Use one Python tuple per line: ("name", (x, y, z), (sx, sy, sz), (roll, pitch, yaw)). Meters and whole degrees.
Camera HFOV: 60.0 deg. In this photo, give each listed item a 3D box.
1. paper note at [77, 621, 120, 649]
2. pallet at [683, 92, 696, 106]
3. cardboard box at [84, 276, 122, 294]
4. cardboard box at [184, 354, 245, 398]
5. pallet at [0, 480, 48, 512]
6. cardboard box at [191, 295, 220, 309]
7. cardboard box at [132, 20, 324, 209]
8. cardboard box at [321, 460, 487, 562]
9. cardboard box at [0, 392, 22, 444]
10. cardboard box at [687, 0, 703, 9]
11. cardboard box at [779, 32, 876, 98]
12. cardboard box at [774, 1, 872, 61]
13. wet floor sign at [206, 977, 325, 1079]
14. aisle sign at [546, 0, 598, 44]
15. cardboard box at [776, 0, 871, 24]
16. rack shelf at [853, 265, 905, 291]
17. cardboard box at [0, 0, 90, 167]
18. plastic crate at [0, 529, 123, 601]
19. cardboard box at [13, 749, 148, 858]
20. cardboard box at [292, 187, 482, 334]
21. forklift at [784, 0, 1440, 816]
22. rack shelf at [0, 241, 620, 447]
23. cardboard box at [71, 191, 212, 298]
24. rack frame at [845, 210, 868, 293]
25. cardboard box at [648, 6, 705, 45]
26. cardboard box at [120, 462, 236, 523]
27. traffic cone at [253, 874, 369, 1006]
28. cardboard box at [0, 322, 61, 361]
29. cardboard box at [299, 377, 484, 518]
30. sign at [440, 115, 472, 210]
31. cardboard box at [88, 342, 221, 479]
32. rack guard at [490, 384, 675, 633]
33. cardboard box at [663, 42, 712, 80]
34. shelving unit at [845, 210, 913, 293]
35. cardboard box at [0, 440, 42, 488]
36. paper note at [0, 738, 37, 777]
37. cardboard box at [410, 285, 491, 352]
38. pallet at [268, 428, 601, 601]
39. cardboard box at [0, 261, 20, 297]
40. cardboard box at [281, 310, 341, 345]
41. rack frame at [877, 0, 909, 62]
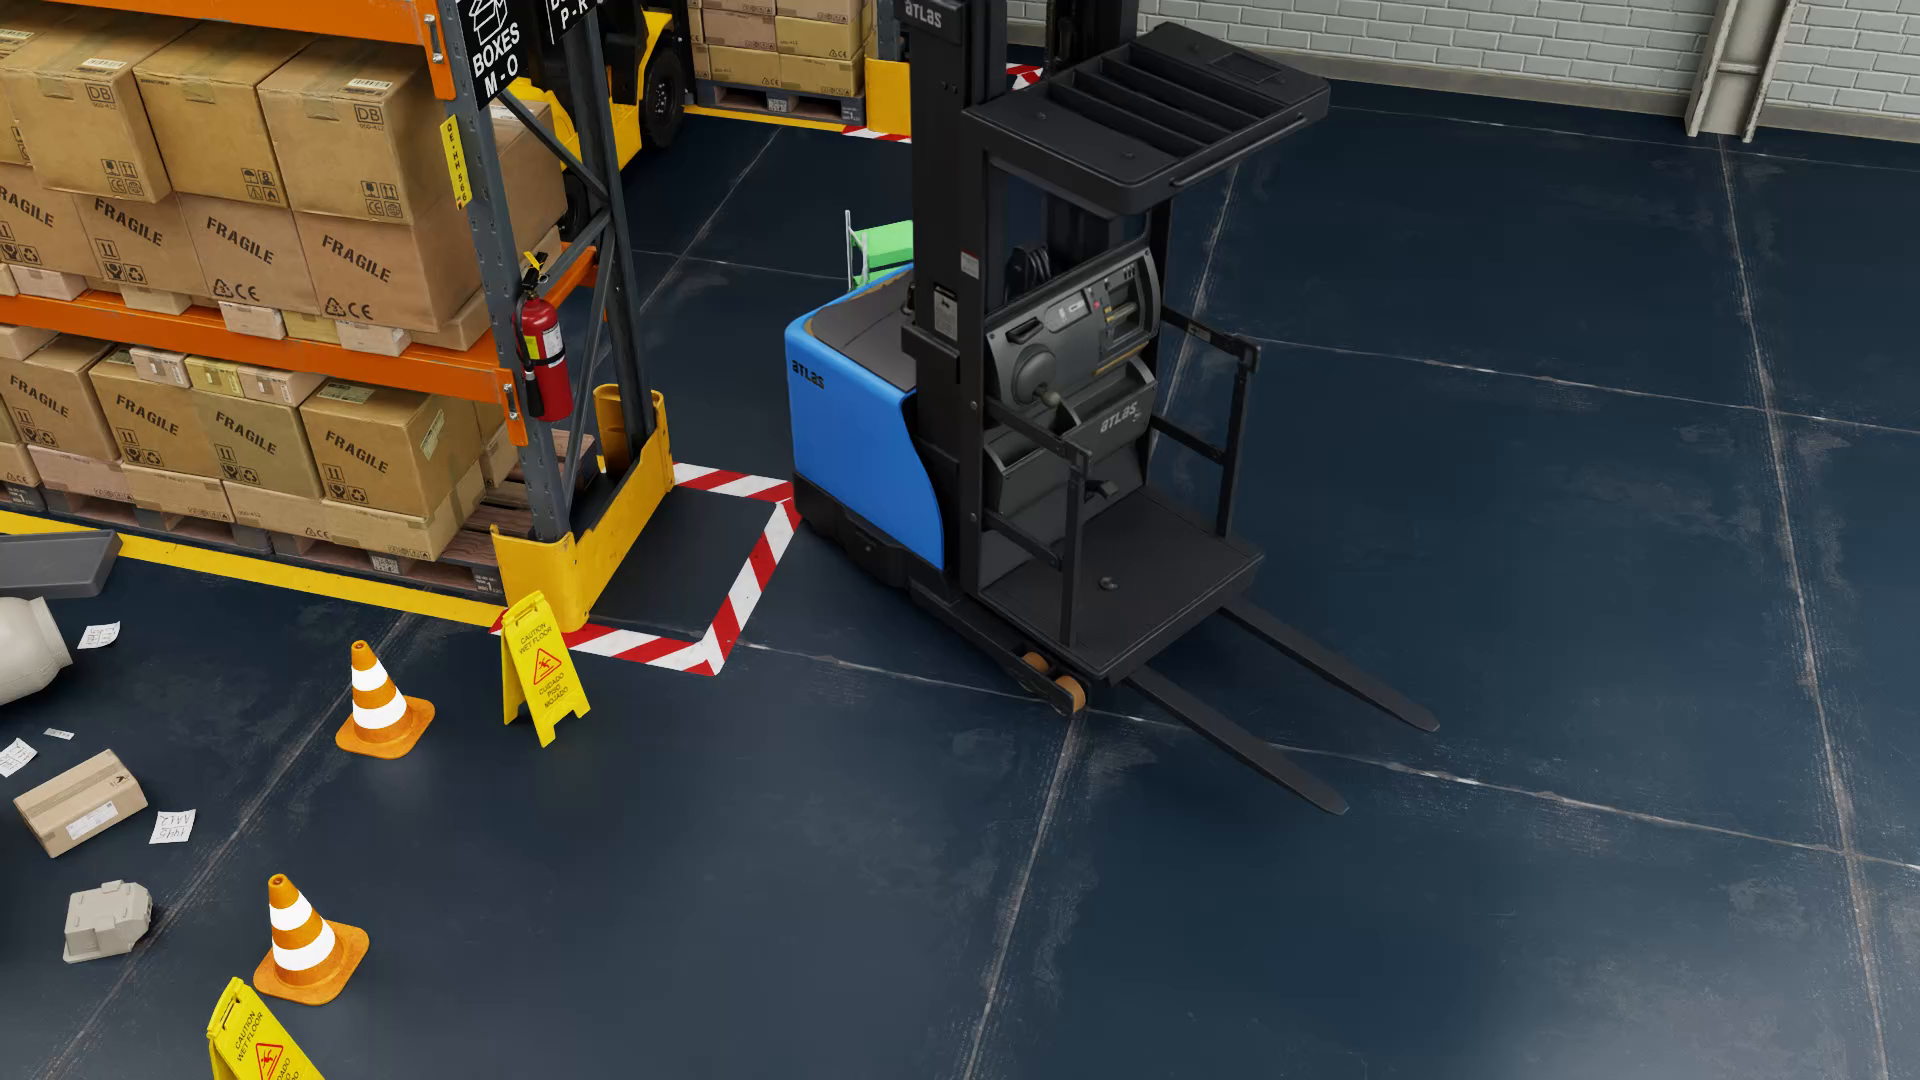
("paper note", (-3.757, 0.413, 7.258), (0.148, 0.019, 0.142), (-3, 40, -4))
("pallet", (-2.263, -3.433, 11.698), (1.213, 0.211, 1.003), (10, 41, 11))
("cardboard box", (-3.507, -1.210, 7.078), (0.250, 0.149, 0.380), (10, 41, 11))
("cardboard box", (-3.074, -0.789, 7.105), (0.250, 0.149, 0.380), (10, 41, 12))
("pallet", (-4.825, -0.618, 8.347), (1.213, 0.211, 1.003), (10, 41, 11))
("cardboard box", (-3.018, -1.127, 6.979), (0.250, 0.149, 0.380), (10, 41, 12))
("cardboard box", (-2.655, -1.684, 6.361), (0.500, 0.500, 0.700), (10, 41, 12))
("cardboard box", (-2.492, -0.190, 7.480), (0.500, 0.250, 0.500), (10, 41, 11))
("cardboard box", (-4.462, -0.823, 7.651), (0.500, 0.500, 0.500), (11, 41, 13))
("cardboard box", (-1.849, -3.728, 10.915), (0.500, 0.250, 0.500), (10, 41, 12))
("cardboard box", (-0.875, -3.185, 11.046), (0.500, 0.250, 0.500), (10, 41, 12))
("cardboard box", (-0.890, -3.381, 10.891), (0.500, 0.250, 0.500), (9, 41, 11))
("wet floor sign", (-2.261, 1.657, 5.299), (0.232, 0.644, 0.267), (3, 40, 4))
("aisle sign", (-1.478, -2.289, 6.146), (0.004, 0.787, 0.394), (10, 41, 11))
("cardboard box", (-0.864, -3.569, 10.726), (0.500, 0.250, 0.500), (11, 41, 13))
("rack shelf", (-0.256, -1.201, 7.998), (0.480, 0.148, 0.258), (-16, 42, -18))
("cardboard box", (-3.621, -1.874, 6.587), (0.500, 0.500, 0.700), (10, 41, 11))
("plastic crate", (-4.178, 0.113, 7.578), (0.583, 0.080, 0.402), (-3, 40, -4))
("cardboard box", (-3.406, 1.018, 6.447), (0.250, 0.149, 0.380), (33, 50, 33))
("cardboard box", (-2.214, -1.182, 6.541), (0.500, 0.500, 0.500), (9, 41, 11))
("forklift", (0.603, -0.772, 6.414), (1.130, 2.935, 3.031), (-32, 49, -32))
("rack shelf", (-3.551, -1.168, 7.392), (4.000, 0.370, 1.077), (10, 41, 11))
("cardboard box", (-3.179, -1.354, 6.745), (0.500, 0.500, 0.500), (10, 41, 11))
("rack frame", (-0.479, -1.003, 8.036), (0.015, 1.200, 0.240), (-16, 42, -18))
("cardboard box", (-1.876, -3.544, 11.085), (0.500, 0.250, 0.500), (9, 41, 10))
("cardboard box", (-3.474, -0.361, 7.683), (0.500, 0.250, 0.500), (8, 41, 10))
("traffic cone", (-2.326, 1.337, 5.823), (0.334, 0.463, 0.336), (10, 41, 11))
("cardboard box", (-4.119, -0.968, 7.319), (0.250, 0.149, 0.380), (12, 41, 14))
("cardboard box", (-2.460, -0.477, 7.239), (0.500, 0.500, 0.500), (10, 41, 12))
("sign", (-1.781, -1.334, 5.884), (0.005, 0.325, 0.100), (10, 41, 11))
("cardboard box", (-3.451, -0.650, 7.444), (0.500, 0.500, 0.500), (9, 41, 10))
("rack guard", (-1.692, -0.166, 7.584), (0.348, 0.500, 1.175), (10, 41, 11))
("cardboard box", (-1.833, -3.362, 11.257), (0.500, 0.250, 0.500), (10, 41, 12))
("shelving unit", (-0.256, -1.066, 8.111), (0.503, 1.200, 0.258), (-16, 42, -18))
("cardboard box", (-4.464, -0.536, 7.892), (0.500, 0.250, 0.500), (12, 41, 14))
("paper note", (-3.828, 0.876, 6.717), (0.142, 0.019, 0.148), (24, 46, 26))
("cardboard box", (-2.035, -0.944, 6.761), (0.250, 0.149, 0.380), (11, 41, 13))
("pallet", (-2.468, -0.213, 7.864), (1.213, 0.211, 1.003), (10, 41, 11))
("cardboard box", (-4.028, -1.209, 7.078), (0.250, 0.149, 0.380), (10, 41, 12))
("cardboard box", (-2.551, -0.973, 6.796), (0.250, 0.149, 0.380), (9, 41, 11))
("rack frame", (-0.339, -4.195, 10.437), (0.127, 3.000, 1.000), (10, 41, 11))
